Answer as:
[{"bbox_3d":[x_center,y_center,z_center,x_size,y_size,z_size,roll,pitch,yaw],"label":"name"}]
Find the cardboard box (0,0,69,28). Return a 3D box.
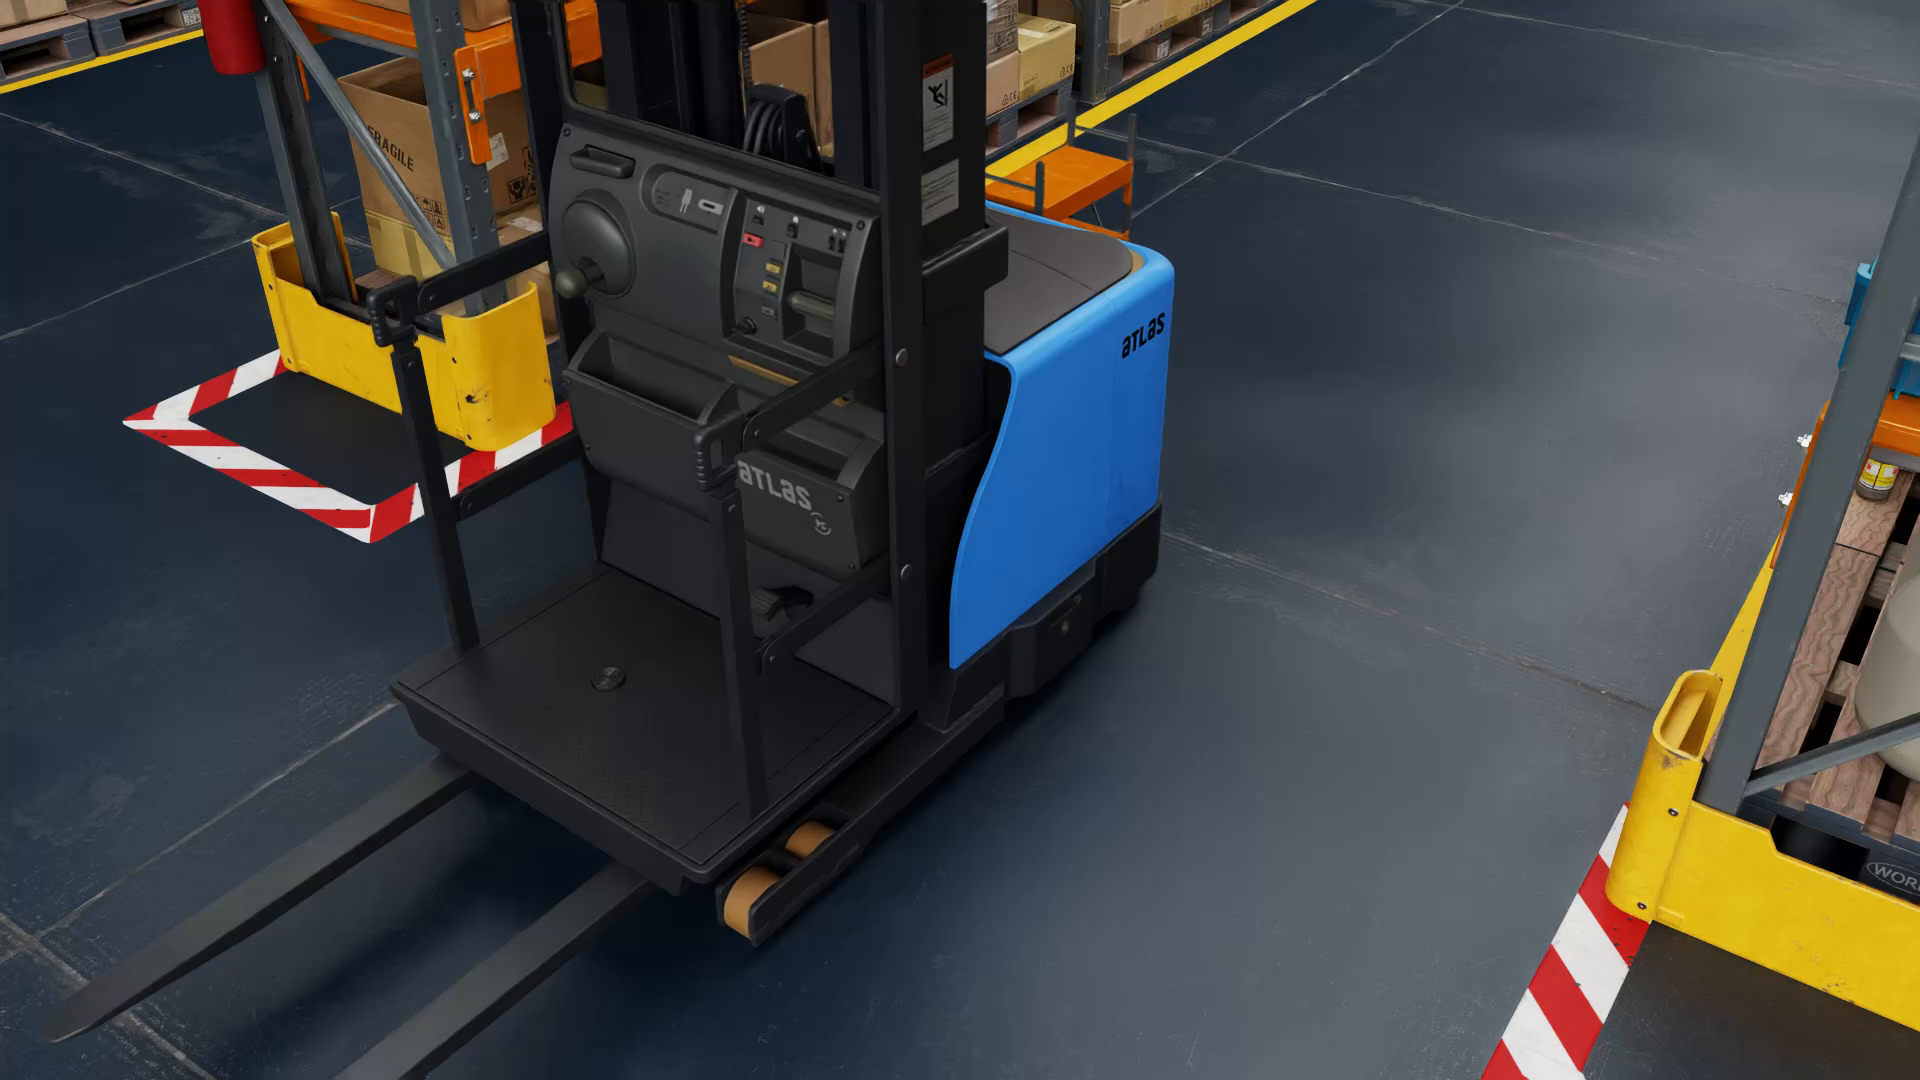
[{"bbox_3d":[-5.248,-3.008,9.028,0.500,0.311,0.500,25,41,32],"label":"cardboard box"}]

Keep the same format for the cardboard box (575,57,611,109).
[{"bbox_3d":[-1.197,-1.559,6.288,0.500,0.500,0.500,21,39,28],"label":"cardboard box"}]

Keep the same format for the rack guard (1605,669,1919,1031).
[{"bbox_3d":[2.102,0.762,3.677,1.175,0.500,0.348,21,39,28],"label":"rack guard"}]

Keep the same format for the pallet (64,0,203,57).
[{"bbox_3d":[-4.809,-3.189,9.778,1.003,0.211,1.213,21,39,28],"label":"pallet"}]

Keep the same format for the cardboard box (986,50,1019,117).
[{"bbox_3d":[-0.067,-2.173,7.865,0.500,0.250,0.500,21,39,28],"label":"cardboard box"}]

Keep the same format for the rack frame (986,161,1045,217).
[{"bbox_3d":[0.139,-0.602,5.069,0.240,1.200,0.015,23,40,30],"label":"rack frame"}]

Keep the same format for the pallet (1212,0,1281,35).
[{"bbox_3d":[1.394,-3.408,10.101,1.003,0.211,1.213,21,39,28],"label":"pallet"}]

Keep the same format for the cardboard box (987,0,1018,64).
[{"bbox_3d":[-0.068,-2.484,7.656,0.500,0.500,0.500,21,39,28],"label":"cardboard box"}]

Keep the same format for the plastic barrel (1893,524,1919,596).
[{"bbox_3d":[2.696,0.075,4.307,0.421,0.512,0.421,0,34,0],"label":"plastic barrel"}]

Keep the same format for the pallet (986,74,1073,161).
[{"bbox_3d":[-0.177,-2.140,8.226,1.003,0.211,1.213,21,39,28],"label":"pallet"}]

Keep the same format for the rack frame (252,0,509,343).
[{"bbox_3d":[-1.969,-1.807,5.245,1.000,3.000,0.127,21,39,28],"label":"rack frame"}]

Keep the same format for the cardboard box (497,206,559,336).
[{"bbox_3d":[-1.481,-1.018,6.157,0.500,0.250,0.500,21,39,28],"label":"cardboard box"}]

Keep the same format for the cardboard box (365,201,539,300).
[{"bbox_3d":[-1.906,-1.183,6.402,0.500,0.250,0.500,21,39,28],"label":"cardboard box"}]

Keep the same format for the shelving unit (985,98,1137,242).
[{"bbox_3d":[0.286,-0.711,5.230,0.258,1.200,0.503,23,40,30],"label":"shelving unit"}]

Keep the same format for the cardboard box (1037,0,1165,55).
[{"bbox_3d":[0.745,-2.789,8.777,0.500,0.250,0.500,20,39,27],"label":"cardboard box"}]

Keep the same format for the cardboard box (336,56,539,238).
[{"bbox_3d":[-1.908,-1.495,6.193,0.500,0.500,0.500,21,39,28],"label":"cardboard box"}]

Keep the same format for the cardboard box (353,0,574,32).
[{"bbox_3d":[-1.693,-2.059,5.528,0.700,0.500,0.500,21,39,28],"label":"cardboard box"}]

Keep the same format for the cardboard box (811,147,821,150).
[{"bbox_3d":[-0.913,-1.479,6.839,0.500,0.250,0.500,21,39,28],"label":"cardboard box"}]

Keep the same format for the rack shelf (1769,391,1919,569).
[{"bbox_3d":[3.238,-0.846,4.465,1.077,0.370,4.000,21,39,28],"label":"rack shelf"}]

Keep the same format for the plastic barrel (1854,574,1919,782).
[{"bbox_3d":[2.410,0.306,3.966,0.421,0.512,0.421,0,34,0],"label":"plastic barrel"}]

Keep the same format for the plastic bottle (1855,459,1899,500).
[{"bbox_3d":[2.785,-0.232,5.020,0.097,0.201,0.097,0,34,0],"label":"plastic bottle"}]

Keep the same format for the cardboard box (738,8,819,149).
[{"bbox_3d":[-0.923,-1.793,6.635,0.500,0.500,0.500,21,39,28],"label":"cardboard box"}]

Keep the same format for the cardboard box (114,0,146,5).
[{"bbox_3d":[-4.788,-3.408,9.451,0.700,0.500,0.500,19,38,25],"label":"cardboard box"}]

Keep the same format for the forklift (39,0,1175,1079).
[{"bbox_3d":[1.451,-1.572,4.273,3.137,3.703,7.490,23,40,30],"label":"forklift"}]

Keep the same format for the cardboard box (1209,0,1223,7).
[{"bbox_3d":[1.330,-3.263,9.478,0.500,0.250,0.500,20,39,27],"label":"cardboard box"}]

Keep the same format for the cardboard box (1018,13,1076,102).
[{"bbox_3d":[0.226,-2.400,8.200,0.500,0.250,0.500,21,39,28],"label":"cardboard box"}]

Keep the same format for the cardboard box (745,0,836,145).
[{"bbox_3d":[-0.624,-2.018,6.967,0.500,0.500,0.500,21,39,28],"label":"cardboard box"}]

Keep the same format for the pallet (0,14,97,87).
[{"bbox_3d":[-5.506,-2.630,8.951,1.003,0.211,1.213,21,39,28],"label":"pallet"}]

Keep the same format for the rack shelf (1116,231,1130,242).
[{"bbox_3d":[0.286,-0.840,5.142,0.258,0.148,0.480,23,40,30],"label":"rack shelf"}]

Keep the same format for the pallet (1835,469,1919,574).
[{"bbox_3d":[3.266,-0.049,5.135,1.003,0.211,1.213,21,39,28],"label":"pallet"}]

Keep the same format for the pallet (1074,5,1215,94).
[{"bbox_3d":[0.699,-2.844,9.268,1.003,0.211,1.213,21,39,28],"label":"pallet"}]

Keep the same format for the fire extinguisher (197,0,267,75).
[{"bbox_3d":[-2.419,-1.869,5.405,0.296,0.674,0.183,21,39,28],"label":"fire extinguisher"}]

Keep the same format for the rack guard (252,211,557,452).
[{"bbox_3d":[-1.983,-0.761,5.928,1.175,0.500,0.348,21,39,28],"label":"rack guard"}]

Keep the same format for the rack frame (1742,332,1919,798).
[{"bbox_3d":[2.100,-0.222,2.901,0.949,2.616,0.053,21,39,28],"label":"rack frame"}]

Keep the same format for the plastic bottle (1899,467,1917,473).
[{"bbox_3d":[2.951,-0.370,5.158,0.152,0.276,0.135,22,40,29],"label":"plastic bottle"}]

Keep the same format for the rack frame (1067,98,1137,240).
[{"bbox_3d":[0.433,-0.820,5.391,0.240,1.200,0.015,23,40,30],"label":"rack frame"}]

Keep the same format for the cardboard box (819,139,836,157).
[{"bbox_3d":[-0.624,-1.708,7.177,0.500,0.250,0.500,21,39,28],"label":"cardboard box"}]

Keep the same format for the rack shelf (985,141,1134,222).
[{"bbox_3d":[0.286,-1.036,5.010,0.258,0.148,0.480,23,40,30],"label":"rack shelf"}]

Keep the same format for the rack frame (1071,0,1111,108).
[{"bbox_3d":[0.311,-3.648,7.967,1.000,3.000,0.127,21,39,28],"label":"rack frame"}]

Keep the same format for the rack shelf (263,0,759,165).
[{"bbox_3d":[-0.829,-2.430,6.807,1.077,0.370,4.000,21,39,28],"label":"rack shelf"}]
